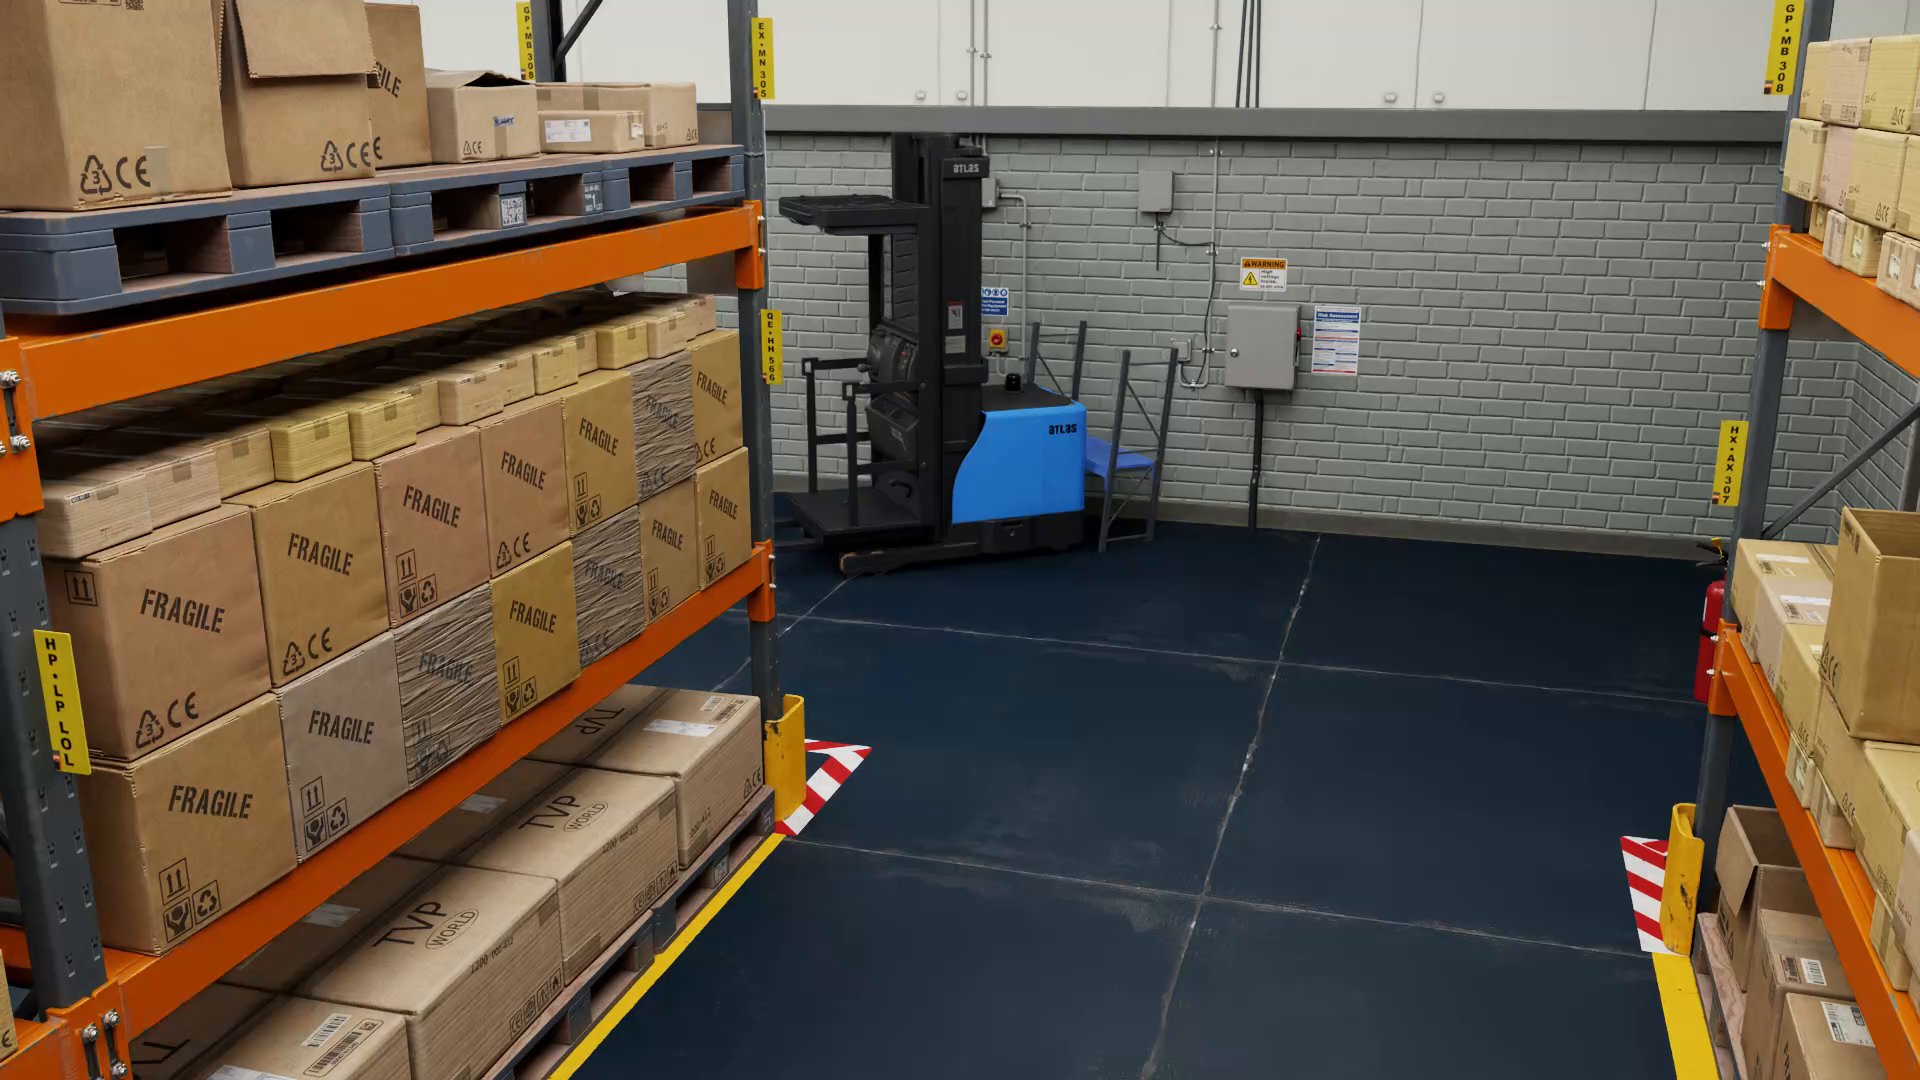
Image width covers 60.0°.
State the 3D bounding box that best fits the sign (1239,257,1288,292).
[{"bbox_3d":[2.222,-1.945,12.177,0.339,0.242,0.001,5,16,16],"label":"sign"}]

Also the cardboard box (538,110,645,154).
[{"bbox_3d":[-1.421,-1.545,6.291,0.380,0.149,0.250,3,16,12],"label":"cardboard box"}]

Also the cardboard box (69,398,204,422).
[{"bbox_3d":[-2.377,-0.306,4.707,0.380,0.149,0.250,4,16,15],"label":"cardboard box"}]

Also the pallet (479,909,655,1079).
[{"bbox_3d":[-1.838,1.661,6.085,1.003,0.211,1.213,5,16,16],"label":"pallet"}]

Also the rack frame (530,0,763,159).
[{"bbox_3d":[-1.337,-3.100,6.767,1.000,3.000,0.127,5,16,16],"label":"rack frame"}]

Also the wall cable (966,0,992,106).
[{"bbox_3d":[0.010,-4.610,12.090,0.463,3.000,0.029,5,16,16],"label":"wall cable"}]

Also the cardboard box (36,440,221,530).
[{"bbox_3d":[-2.078,-0.139,4.118,0.380,0.149,0.250,5,17,17],"label":"cardboard box"}]

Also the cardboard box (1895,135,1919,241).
[{"bbox_3d":[2.628,-0.844,4.041,0.500,0.250,0.500,4,16,15],"label":"cardboard box"}]

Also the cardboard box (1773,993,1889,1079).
[{"bbox_3d":[2.632,1.675,4.739,0.500,0.500,0.500,5,17,17],"label":"cardboard box"}]

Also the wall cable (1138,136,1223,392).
[{"bbox_3d":[1.606,-2.072,12.277,0.588,1.984,0.122,5,16,16],"label":"wall cable"}]

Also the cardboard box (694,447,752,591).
[{"bbox_3d":[-1.220,-0.115,7.054,0.500,0.500,0.500,5,17,16],"label":"cardboard box"}]

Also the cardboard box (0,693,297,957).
[{"bbox_3d":[-2.089,0.682,4.243,0.500,0.500,0.500,5,17,18],"label":"cardboard box"}]

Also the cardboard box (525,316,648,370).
[{"bbox_3d":[-1.400,-0.740,6.238,0.380,0.149,0.250,5,17,17],"label":"cardboard box"}]

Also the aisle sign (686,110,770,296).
[{"bbox_3d":[-1.019,-1.459,7.212,0.394,0.787,0.004,5,16,16],"label":"aisle sign"}]

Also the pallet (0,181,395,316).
[{"bbox_3d":[-2.231,-0.781,4.250,1.003,0.211,1.213,5,16,16],"label":"pallet"}]

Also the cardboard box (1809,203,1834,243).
[{"bbox_3d":[3.110,-1.086,5.626,0.380,0.149,0.250,5,17,17],"label":"cardboard box"}]

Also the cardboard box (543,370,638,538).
[{"bbox_3d":[-1.510,-0.330,5.980,0.500,0.500,0.500,5,16,16],"label":"cardboard box"}]

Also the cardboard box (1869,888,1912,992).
[{"bbox_3d":[2.385,0.960,3.910,0.380,0.149,0.250,4,16,15],"label":"cardboard box"}]

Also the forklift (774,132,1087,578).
[{"bbox_3d":[-0.656,-1.313,11.589,3.031,2.935,1.130,-6,17,-20],"label":"forklift"}]

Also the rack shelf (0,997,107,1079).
[{"bbox_3d":[-3.042,1.702,2.149,1.077,0.370,4.000,5,16,16],"label":"rack shelf"}]

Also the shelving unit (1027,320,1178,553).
[{"bbox_3d":[0.981,-0.780,12.333,0.538,1.500,1.048,-7,21,-36],"label":"shelving unit"}]

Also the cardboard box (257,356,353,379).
[{"bbox_3d":[-2.212,-0.509,5.421,0.380,0.149,0.250,5,16,16],"label":"cardboard box"}]

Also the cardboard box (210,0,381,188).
[{"bbox_3d":[-2.121,-1.265,4.654,0.797,0.503,0.637,6,17,20],"label":"cardboard box"}]

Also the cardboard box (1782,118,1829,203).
[{"bbox_3d":[3.035,-1.249,5.468,0.500,0.250,0.500,4,16,15],"label":"cardboard box"}]

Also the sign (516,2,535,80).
[{"bbox_3d":[-1.867,-2.160,7.203,0.100,0.325,0.005,5,16,16],"label":"sign"}]

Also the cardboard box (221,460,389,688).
[{"bbox_3d":[-1.957,0.066,4.583,0.500,0.500,0.500,4,16,15],"label":"cardboard box"}]

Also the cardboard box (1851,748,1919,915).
[{"bbox_3d":[2.480,0.732,3.981,0.500,0.250,0.500,5,16,15],"label":"cardboard box"}]

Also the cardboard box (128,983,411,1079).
[{"bbox_3d":[-2.192,1.708,4.738,0.875,0.438,0.875,4,16,15],"label":"cardboard box"}]

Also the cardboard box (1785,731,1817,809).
[{"bbox_3d":[2.653,0.689,4.863,0.380,0.149,0.250,4,16,14],"label":"cardboard box"}]

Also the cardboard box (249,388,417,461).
[{"bbox_3d":[-1.813,-0.337,4.815,0.380,0.149,0.250,4,16,14],"label":"cardboard box"}]

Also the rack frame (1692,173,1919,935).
[{"bbox_3d":[3.423,0.170,6.232,1.000,3.000,0.127,5,16,16],"label":"rack frame"}]

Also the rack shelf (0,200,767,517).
[{"bbox_3d":[-1.905,-0.787,5.429,1.077,0.370,4.000,5,16,16],"label":"rack shelf"}]

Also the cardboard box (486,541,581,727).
[{"bbox_3d":[-1.648,0.287,5.638,0.500,0.500,0.500,5,17,18],"label":"cardboard box"}]

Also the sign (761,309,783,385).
[{"bbox_3d":[-0.821,-0.839,7.234,0.100,0.325,0.005,5,16,16],"label":"sign"}]

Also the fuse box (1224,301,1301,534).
[{"bbox_3d":[2.216,-0.870,12.260,0.539,1.711,0.414,5,16,16],"label":"fuse box"}]

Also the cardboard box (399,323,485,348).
[{"bbox_3d":[-1.975,-0.707,6.121,0.380,0.149,0.250,5,17,16],"label":"cardboard box"}]

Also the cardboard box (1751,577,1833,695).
[{"bbox_3d":[2.893,0.329,5.402,0.500,0.250,0.500,5,17,16],"label":"cardboard box"}]

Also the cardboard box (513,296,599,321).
[{"bbox_3d":[-1.709,-0.909,6.834,0.380,0.149,0.250,5,17,17],"label":"cardboard box"}]

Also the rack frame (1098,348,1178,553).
[{"bbox_3d":[1.278,-0.632,11.948,0.500,1.500,0.032,-7,21,-36],"label":"rack frame"}]

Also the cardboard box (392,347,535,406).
[{"bbox_3d":[-1.649,-0.540,5.532,0.380,0.149,0.250,5,17,18],"label":"cardboard box"}]

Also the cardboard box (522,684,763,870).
[{"bbox_3d":[-1.429,0.997,7.241,0.875,0.438,0.875,4,16,14],"label":"cardboard box"}]

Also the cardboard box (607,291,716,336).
[{"bbox_3d":[-1.247,-0.945,6.961,0.380,0.149,0.250,5,17,17],"label":"cardboard box"}]

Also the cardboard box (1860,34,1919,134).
[{"bbox_3d":[2.764,-1.223,4.462,0.500,0.250,0.500,4,16,15],"label":"cardboard box"}]
